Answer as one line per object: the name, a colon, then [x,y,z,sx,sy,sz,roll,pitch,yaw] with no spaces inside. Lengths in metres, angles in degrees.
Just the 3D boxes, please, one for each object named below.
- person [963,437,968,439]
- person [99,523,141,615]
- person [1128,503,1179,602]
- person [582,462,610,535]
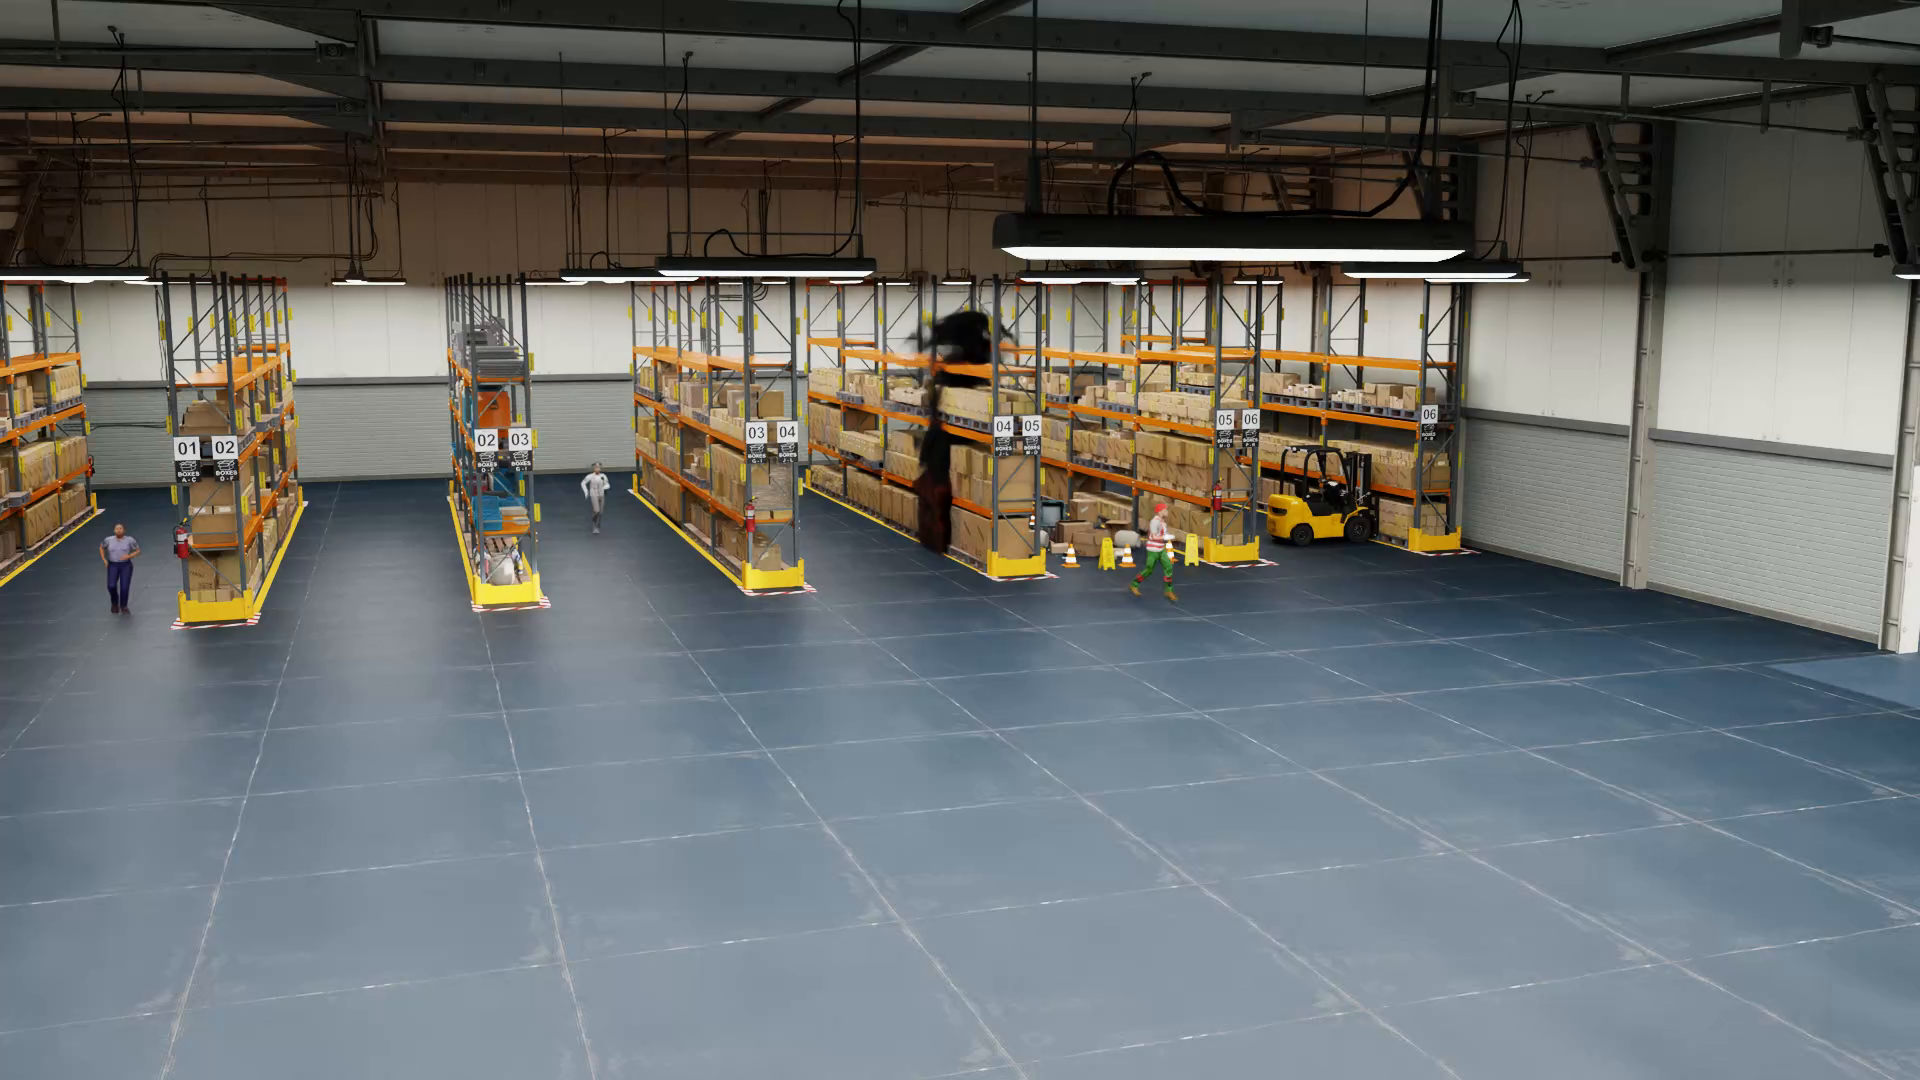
person: [0.186,-2.820,51.373,0.863,1.551,0.592,2,9,11]
person: [-14.812,0.520,29.349,0.665,1.611,0.607,-3,9,-21]
person: [3.598,0.214,30.762,0.983,1.817,0.692,4,9,22]
person: [-8.506,-0.987,39.014,0.579,1.706,0.685,-5,10,-31]
